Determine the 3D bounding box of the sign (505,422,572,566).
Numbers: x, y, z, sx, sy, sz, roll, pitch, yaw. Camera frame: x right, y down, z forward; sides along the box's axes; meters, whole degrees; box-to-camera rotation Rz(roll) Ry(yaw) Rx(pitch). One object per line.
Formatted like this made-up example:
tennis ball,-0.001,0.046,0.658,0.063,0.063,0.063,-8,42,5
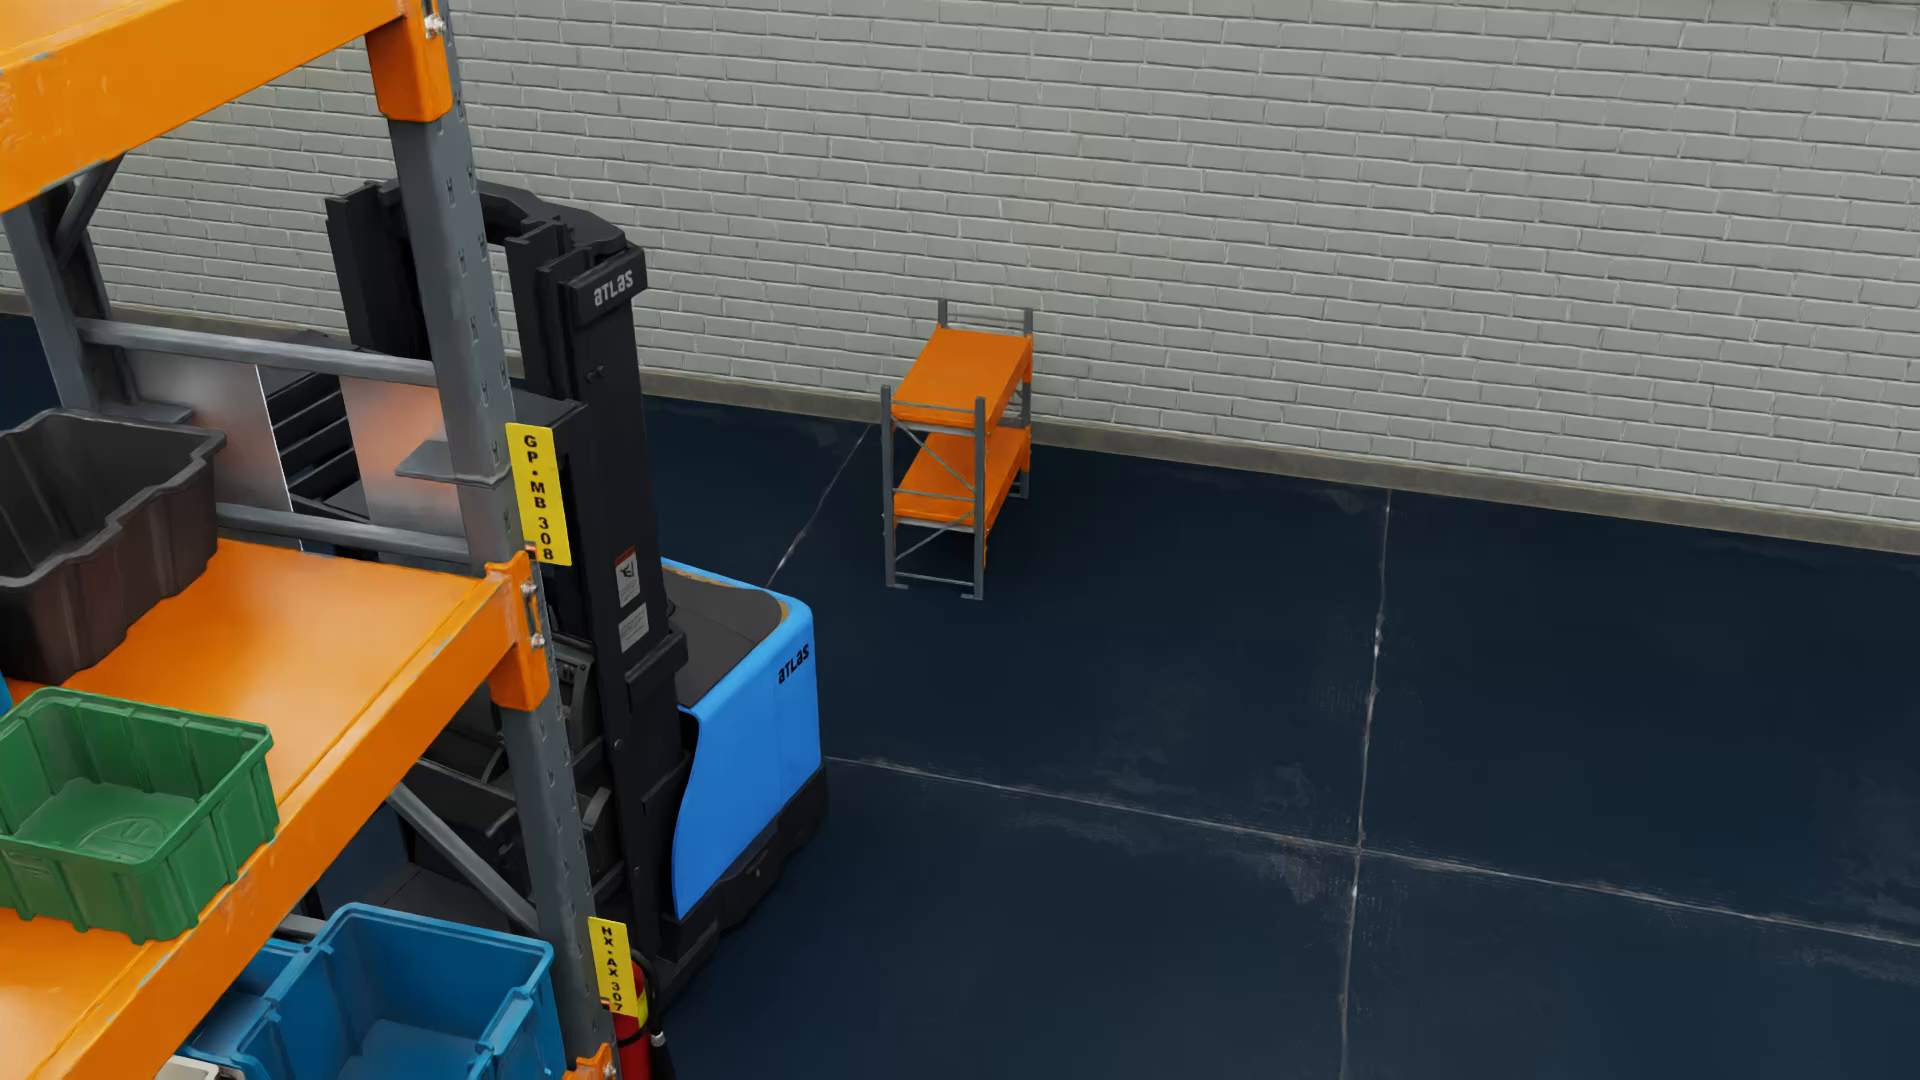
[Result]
sign,-0.860,-0.090,3.398,0.100,0.325,0.005,8,33,12

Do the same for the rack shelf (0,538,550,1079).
rack shelf,-1.904,1.140,2.035,1.077,0.370,4.000,8,33,12

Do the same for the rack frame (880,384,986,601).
rack frame,-0.127,-0.214,8.039,0.500,1.125,0.032,8,33,12

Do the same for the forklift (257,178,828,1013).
forklift,-1.676,0.491,5.246,1.130,2.935,3.031,16,36,23

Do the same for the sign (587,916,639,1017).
sign,-0.860,1.063,4.131,0.100,0.325,0.005,8,33,12

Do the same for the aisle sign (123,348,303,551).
aisle sign,-1.665,-0.110,3.704,0.394,0.787,0.004,8,33,12

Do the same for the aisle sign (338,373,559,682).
aisle sign,-1.094,-0.030,3.578,0.394,0.787,0.004,8,33,12

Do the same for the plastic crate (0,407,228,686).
plastic crate,-1.763,0.016,3.255,0.497,0.269,0.590,8,33,12

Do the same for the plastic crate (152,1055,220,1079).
plastic crate,-1.939,1.389,3.958,0.250,0.136,0.298,8,33,12

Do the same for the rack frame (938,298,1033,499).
rack frame,0.131,-0.742,8.869,0.500,1.125,0.032,8,33,12

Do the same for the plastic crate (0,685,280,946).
plastic crate,-1.370,0.439,2.665,0.450,0.188,0.336,8,33,12

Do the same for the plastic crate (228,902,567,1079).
plastic crate,-1.300,1.224,3.940,0.616,0.435,0.499,8,33,12

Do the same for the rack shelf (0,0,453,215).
rack shelf,-1.904,0.043,1.337,1.077,0.370,4.000,8,33,12

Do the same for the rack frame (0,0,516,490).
rack frame,-1.396,-1.467,2.669,1.000,3.000,0.127,8,33,12

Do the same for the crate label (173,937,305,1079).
crate label,-1.777,1.194,4.177,0.416,0.233,0.303,8,33,12

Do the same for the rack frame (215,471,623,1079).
rack frame,-1.396,1.065,4.279,1.000,3.000,0.127,8,33,12

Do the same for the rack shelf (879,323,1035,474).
rack shelf,0.002,-0.725,8.297,0.538,0.278,1.000,8,33,12

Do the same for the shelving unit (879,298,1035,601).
shelving unit,0.002,-0.478,8.454,0.538,1.125,1.048,8,33,12

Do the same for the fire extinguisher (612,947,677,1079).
fire extinguisher,-0.918,1.239,4.426,0.296,0.674,0.183,8,33,12

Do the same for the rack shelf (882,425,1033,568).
rack shelf,0.002,-0.272,8.585,0.538,0.278,1.000,8,33,12

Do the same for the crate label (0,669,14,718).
crate label,-1.943,0.297,2.830,0.408,0.251,0.502,8,33,12

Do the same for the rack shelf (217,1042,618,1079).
rack shelf,-1.904,2.406,2.839,1.077,0.370,4.000,8,33,12
